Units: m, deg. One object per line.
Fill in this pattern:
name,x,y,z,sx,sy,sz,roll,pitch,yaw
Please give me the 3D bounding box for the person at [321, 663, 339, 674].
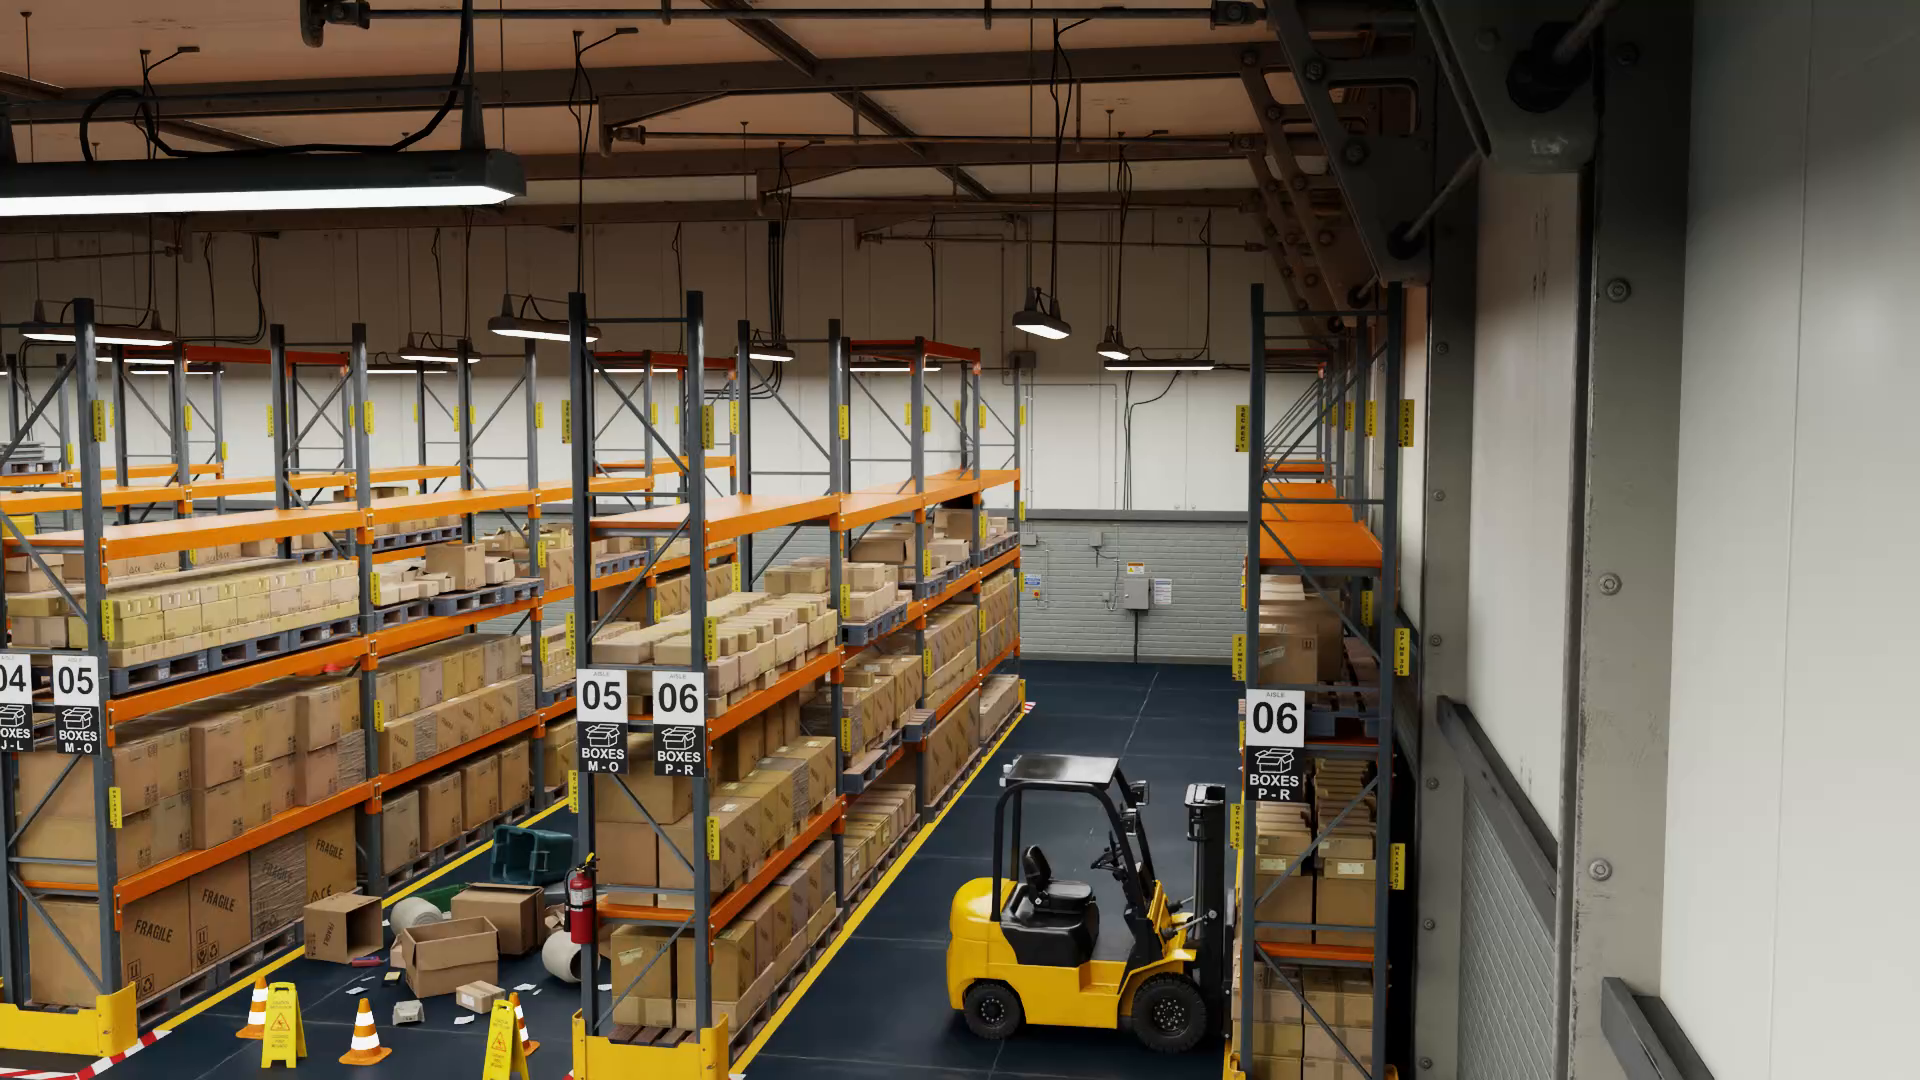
person,-8.394,2.477,22.454,0.642,1.714,0.915,0,5,6
